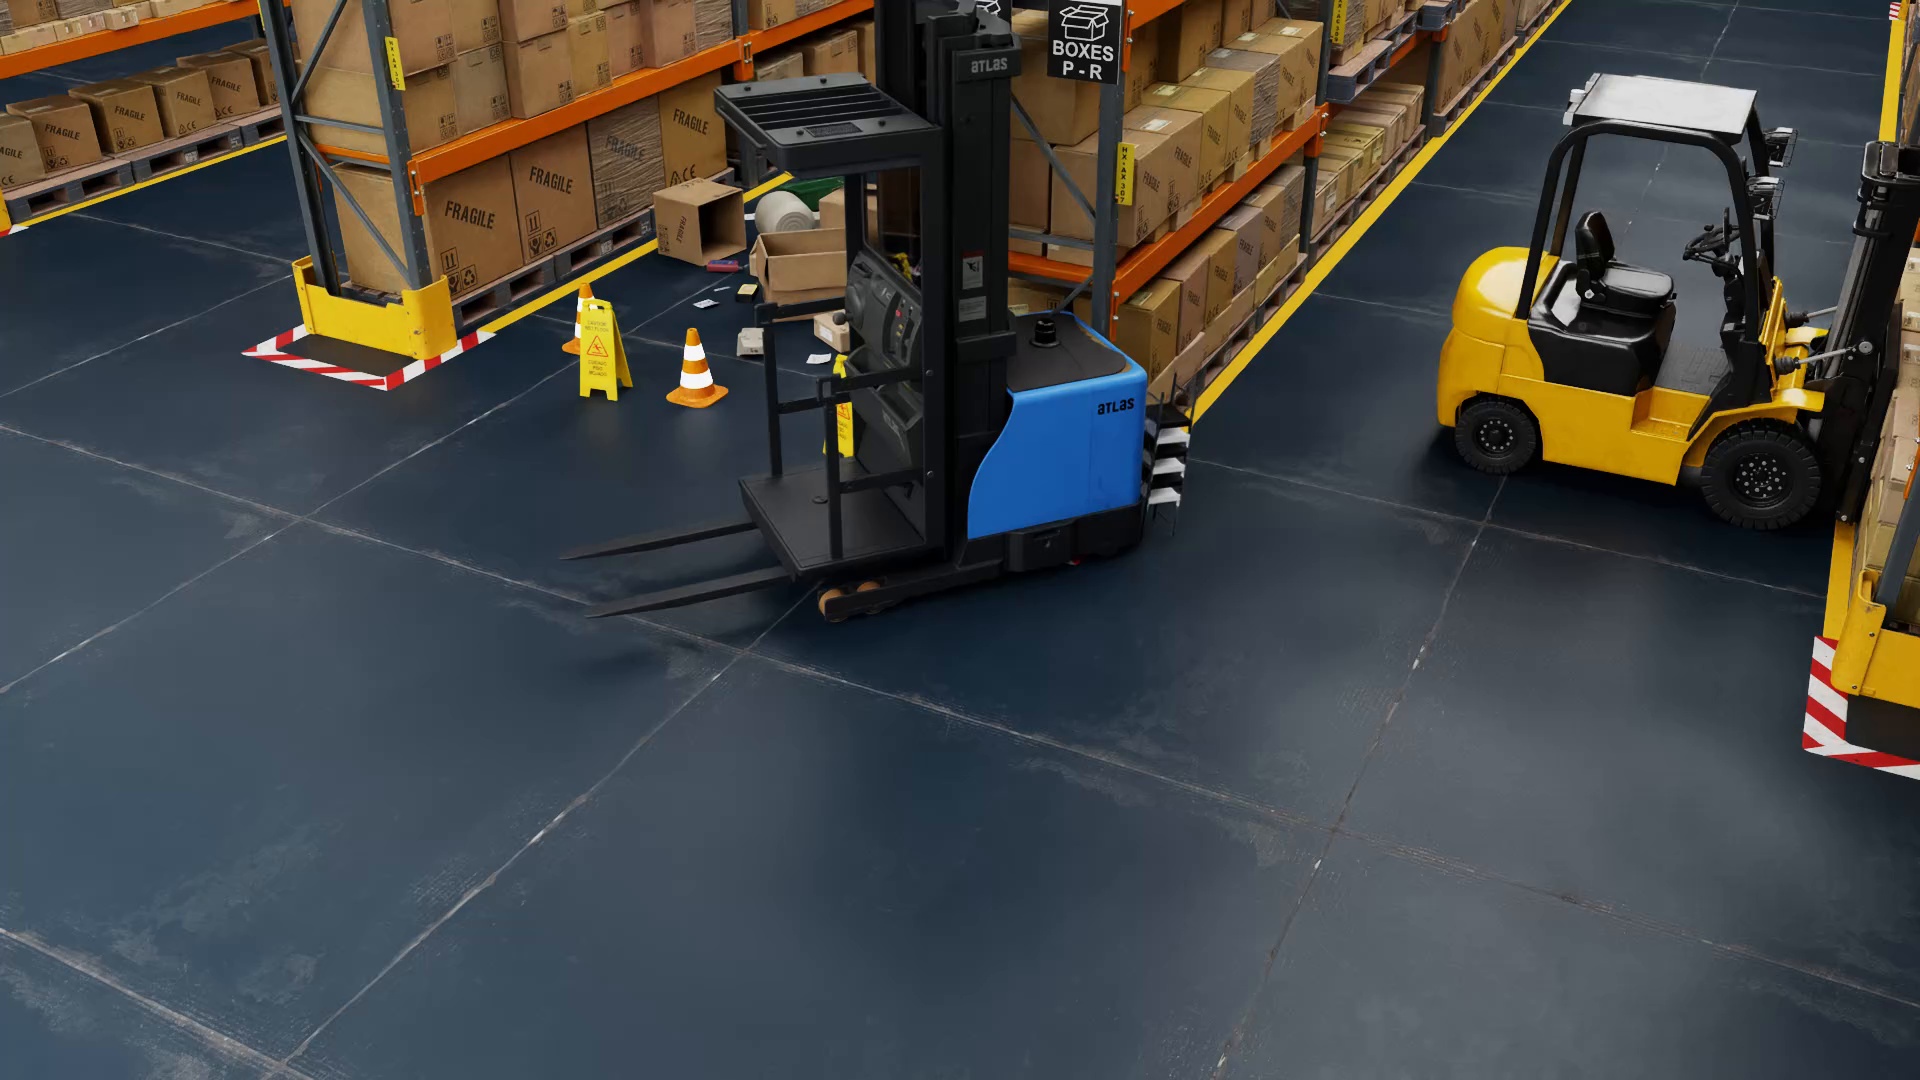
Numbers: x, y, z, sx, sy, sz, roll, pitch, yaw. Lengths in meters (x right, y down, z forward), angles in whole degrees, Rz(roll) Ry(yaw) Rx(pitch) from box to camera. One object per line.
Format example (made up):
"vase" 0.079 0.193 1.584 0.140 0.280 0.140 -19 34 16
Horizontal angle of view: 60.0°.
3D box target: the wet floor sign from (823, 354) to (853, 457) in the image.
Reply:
"wet floor sign" -0.663 -0.801 9.997 0.232 0.644 0.267 -25 38 -36

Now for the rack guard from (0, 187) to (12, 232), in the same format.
"rack guard" -8.411 -2.861 13.731 1.175 0.500 0.348 14 33 23

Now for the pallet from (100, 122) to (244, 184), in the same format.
"pallet" -7.452 -3.627 15.354 1.003 0.211 1.213 14 33 23

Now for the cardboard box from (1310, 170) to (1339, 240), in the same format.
"cardboard box" 2.435 -2.712 13.178 0.950 0.372 0.625 15 33 24

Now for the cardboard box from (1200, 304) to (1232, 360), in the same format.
"cardboard box" 1.467 -1.417 11.046 0.500 0.250 0.500 17 34 27

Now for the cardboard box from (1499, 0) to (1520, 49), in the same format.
"cardboard box" 5.632 -5.951 18.313 0.875 0.875 0.875 15 33 25

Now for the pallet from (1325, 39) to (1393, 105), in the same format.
"pallet" 2.676 -3.659 12.803 1.003 0.211 1.213 14 33 23

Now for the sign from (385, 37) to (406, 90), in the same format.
"sign" -3.585 -3.023 10.553 0.100 0.325 0.005 14 33 23

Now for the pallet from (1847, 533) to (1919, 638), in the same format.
"pallet" 5.108 0.321 8.478 1.003 0.211 1.213 14 33 23

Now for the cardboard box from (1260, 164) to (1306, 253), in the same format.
"cardboard box" 2.168 -2.429 12.053 0.500 0.500 0.500 14 33 23

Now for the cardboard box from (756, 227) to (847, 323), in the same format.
"cardboard box" -1.077 -1.934 12.113 0.797 0.503 0.637 -7 31 -11

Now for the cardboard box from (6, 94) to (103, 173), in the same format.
"cardboard box" -7.904 -3.556 14.518 0.500 0.500 0.500 24 38 36

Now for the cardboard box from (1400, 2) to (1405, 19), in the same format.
"cardboard box" 3.446 -4.380 13.695 0.380 0.149 0.250 13 32 22

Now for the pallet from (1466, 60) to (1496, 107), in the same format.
"pallet" 5.004 -4.872 17.522 1.003 0.211 1.213 14 33 23

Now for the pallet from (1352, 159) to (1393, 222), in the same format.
"pallet" 3.107 -3.116 14.464 1.003 0.211 1.213 14 33 23

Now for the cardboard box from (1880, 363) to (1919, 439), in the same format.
"cardboard box" 5.177 -0.691 8.777 0.500 0.250 0.500 15 33 24

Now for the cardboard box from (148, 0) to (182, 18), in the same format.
"cardboard box" -7.156 -4.752 14.766 0.380 0.149 0.250 14 33 23

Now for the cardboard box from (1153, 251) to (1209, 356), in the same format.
"cardboard box" 1.235 -1.517 10.466 0.500 0.500 0.500 13 32 21

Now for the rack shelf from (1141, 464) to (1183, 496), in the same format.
"rack shelf" 1.077 -0.340 9.170 0.200 0.077 0.258 -8 30 -23

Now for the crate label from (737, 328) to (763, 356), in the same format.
"crate label" -1.416 -1.369 11.497 0.250 0.136 0.298 -1 30 -3

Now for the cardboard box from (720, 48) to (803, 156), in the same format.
"cardboard box" -2.051 -4.017 15.071 1.050 0.750 0.750 14 33 23

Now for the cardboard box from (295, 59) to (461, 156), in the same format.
"cardboard box" -3.948 -2.982 11.279 0.875 0.550 0.550 14 33 23

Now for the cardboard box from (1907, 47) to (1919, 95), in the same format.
"cardboard box" 9.609 -4.555 16.259 0.500 0.500 0.500 14 33 23

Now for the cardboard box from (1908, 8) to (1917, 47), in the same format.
"cardboard box" 10.826 -5.650 18.166 0.700 0.500 0.500 13 32 21

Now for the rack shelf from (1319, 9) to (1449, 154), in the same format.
"rack shelf" 3.110 -4.011 13.946 1.077 0.370 4.000 14 33 23

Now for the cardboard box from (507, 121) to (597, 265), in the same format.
"cardboard box" -3.427 -2.709 12.666 0.875 0.875 0.875 14 33 23

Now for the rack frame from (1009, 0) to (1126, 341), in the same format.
"rack frame" 0.376 -1.664 9.135 1.000 3.000 0.127 14 33 23

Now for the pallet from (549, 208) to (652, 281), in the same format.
"pallet" -3.225 -2.443 13.293 1.003 0.211 1.213 14 33 23

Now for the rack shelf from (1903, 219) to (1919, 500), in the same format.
"rack shelf" 5.708 -1.114 8.900 1.077 0.370 4.000 14 33 23

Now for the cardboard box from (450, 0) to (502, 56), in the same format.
"cardboard box" -3.704 -3.695 11.438 0.875 0.550 0.550 14 33 23

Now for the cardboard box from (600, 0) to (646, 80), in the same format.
"cardboard box" -2.993 -3.952 12.969 0.875 0.550 0.550 14 33 23

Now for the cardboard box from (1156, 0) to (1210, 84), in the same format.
"cardboard box" 1.144 -3.207 10.420 0.700 0.500 0.500 14 33 23

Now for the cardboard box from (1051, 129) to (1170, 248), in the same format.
"cardboard box" 0.839 -1.983 9.292 0.500 0.500 0.500 14 33 23

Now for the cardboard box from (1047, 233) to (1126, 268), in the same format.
"cardboard box" 0.715 -1.658 9.378 0.380 0.149 0.250 14 33 23

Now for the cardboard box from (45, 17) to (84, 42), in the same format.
"cardboard box" -7.630 -4.314 14.002 0.380 0.149 0.250 14 33 23

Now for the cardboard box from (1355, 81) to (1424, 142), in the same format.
"cardboard box" 3.754 -4.004 15.428 0.950 0.372 0.625 12 32 20

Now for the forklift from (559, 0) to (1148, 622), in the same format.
"forklift" -0.573 -1.149 8.308 3.031 2.935 1.130 -12 32 -20

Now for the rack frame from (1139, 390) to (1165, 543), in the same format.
"rack frame" 0.993 -0.437 9.073 0.006 0.900 0.240 -8 30 -23

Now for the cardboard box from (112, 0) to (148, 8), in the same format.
"cardboard box" -7.545 -5.001 14.548 0.875 0.500 0.500 14 33 23

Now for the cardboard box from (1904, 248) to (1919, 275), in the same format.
"cardboard box" 6.119 -1.592 10.346 0.500 0.250 0.500 14 33 23

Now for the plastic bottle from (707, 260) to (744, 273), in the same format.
"plastic bottle" -1.807 -2.120 12.880 0.283 0.061 0.133 4 30 6

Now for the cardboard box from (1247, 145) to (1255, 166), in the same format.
"cardboard box" 1.720 -2.558 10.945 0.380 0.149 0.250 14 33 22

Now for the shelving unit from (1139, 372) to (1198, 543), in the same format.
"shelving unit" 1.087 -0.449 9.112 0.210 0.900 0.258 -8 30 -23

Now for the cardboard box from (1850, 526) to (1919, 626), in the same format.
"cardboard box" 4.730 0.191 8.244 0.500 0.250 0.500 15 33 24

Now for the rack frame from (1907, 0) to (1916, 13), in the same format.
"rack frame" 12.086 -7.632 19.528 1.000 3.000 0.127 14 33 23

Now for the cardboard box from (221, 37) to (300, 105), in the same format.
"cardboard box" -6.841 -4.615 16.362 0.500 0.500 0.500 13 32 22

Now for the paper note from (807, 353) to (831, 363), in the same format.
"paper note" -0.965 -1.247 11.390 0.148 0.019 0.142 4 30 6

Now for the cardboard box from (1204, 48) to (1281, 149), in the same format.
"cardboard box" 1.757 -2.895 10.880 0.500 0.500 0.500 15 33 25

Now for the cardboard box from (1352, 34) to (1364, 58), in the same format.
"cardboard box" 2.853 -3.792 12.672 0.380 0.149 0.250 15 33 24

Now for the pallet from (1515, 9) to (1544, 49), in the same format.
"pallet" 6.259 -6.093 19.649 1.003 0.211 1.213 14 33 23

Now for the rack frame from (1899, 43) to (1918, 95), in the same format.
"rack frame" 10.263 -5.859 16.441 1.000 3.000 0.127 14 33 23

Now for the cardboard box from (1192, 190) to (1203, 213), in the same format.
"cardboard box" 1.255 -2.097 10.142 0.380 0.149 0.250 15 33 25

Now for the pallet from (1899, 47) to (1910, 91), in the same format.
"pallet" 10.577 -4.954 17.665 1.003 0.211 1.213 14 33 23

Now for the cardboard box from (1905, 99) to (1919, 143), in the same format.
"cardboard box" 8.680 -3.640 14.664 0.500 0.500 0.500 14 33 23

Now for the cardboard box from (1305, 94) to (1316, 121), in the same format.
"cardboard box" 2.324 -3.116 11.917 0.380 0.149 0.250 14 33 23

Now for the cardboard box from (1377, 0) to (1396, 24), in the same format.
"cardboard box" 3.133 -4.372 13.031 0.500 0.500 0.500 14 33 23

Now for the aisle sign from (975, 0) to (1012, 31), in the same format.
"aisle sign" 0.090 -2.829 8.554 0.394 0.787 0.004 14 33 23

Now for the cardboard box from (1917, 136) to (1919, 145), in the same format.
"cardboard box" 8.145 -2.965 13.363 0.875 0.625 0.625 15 33 25
